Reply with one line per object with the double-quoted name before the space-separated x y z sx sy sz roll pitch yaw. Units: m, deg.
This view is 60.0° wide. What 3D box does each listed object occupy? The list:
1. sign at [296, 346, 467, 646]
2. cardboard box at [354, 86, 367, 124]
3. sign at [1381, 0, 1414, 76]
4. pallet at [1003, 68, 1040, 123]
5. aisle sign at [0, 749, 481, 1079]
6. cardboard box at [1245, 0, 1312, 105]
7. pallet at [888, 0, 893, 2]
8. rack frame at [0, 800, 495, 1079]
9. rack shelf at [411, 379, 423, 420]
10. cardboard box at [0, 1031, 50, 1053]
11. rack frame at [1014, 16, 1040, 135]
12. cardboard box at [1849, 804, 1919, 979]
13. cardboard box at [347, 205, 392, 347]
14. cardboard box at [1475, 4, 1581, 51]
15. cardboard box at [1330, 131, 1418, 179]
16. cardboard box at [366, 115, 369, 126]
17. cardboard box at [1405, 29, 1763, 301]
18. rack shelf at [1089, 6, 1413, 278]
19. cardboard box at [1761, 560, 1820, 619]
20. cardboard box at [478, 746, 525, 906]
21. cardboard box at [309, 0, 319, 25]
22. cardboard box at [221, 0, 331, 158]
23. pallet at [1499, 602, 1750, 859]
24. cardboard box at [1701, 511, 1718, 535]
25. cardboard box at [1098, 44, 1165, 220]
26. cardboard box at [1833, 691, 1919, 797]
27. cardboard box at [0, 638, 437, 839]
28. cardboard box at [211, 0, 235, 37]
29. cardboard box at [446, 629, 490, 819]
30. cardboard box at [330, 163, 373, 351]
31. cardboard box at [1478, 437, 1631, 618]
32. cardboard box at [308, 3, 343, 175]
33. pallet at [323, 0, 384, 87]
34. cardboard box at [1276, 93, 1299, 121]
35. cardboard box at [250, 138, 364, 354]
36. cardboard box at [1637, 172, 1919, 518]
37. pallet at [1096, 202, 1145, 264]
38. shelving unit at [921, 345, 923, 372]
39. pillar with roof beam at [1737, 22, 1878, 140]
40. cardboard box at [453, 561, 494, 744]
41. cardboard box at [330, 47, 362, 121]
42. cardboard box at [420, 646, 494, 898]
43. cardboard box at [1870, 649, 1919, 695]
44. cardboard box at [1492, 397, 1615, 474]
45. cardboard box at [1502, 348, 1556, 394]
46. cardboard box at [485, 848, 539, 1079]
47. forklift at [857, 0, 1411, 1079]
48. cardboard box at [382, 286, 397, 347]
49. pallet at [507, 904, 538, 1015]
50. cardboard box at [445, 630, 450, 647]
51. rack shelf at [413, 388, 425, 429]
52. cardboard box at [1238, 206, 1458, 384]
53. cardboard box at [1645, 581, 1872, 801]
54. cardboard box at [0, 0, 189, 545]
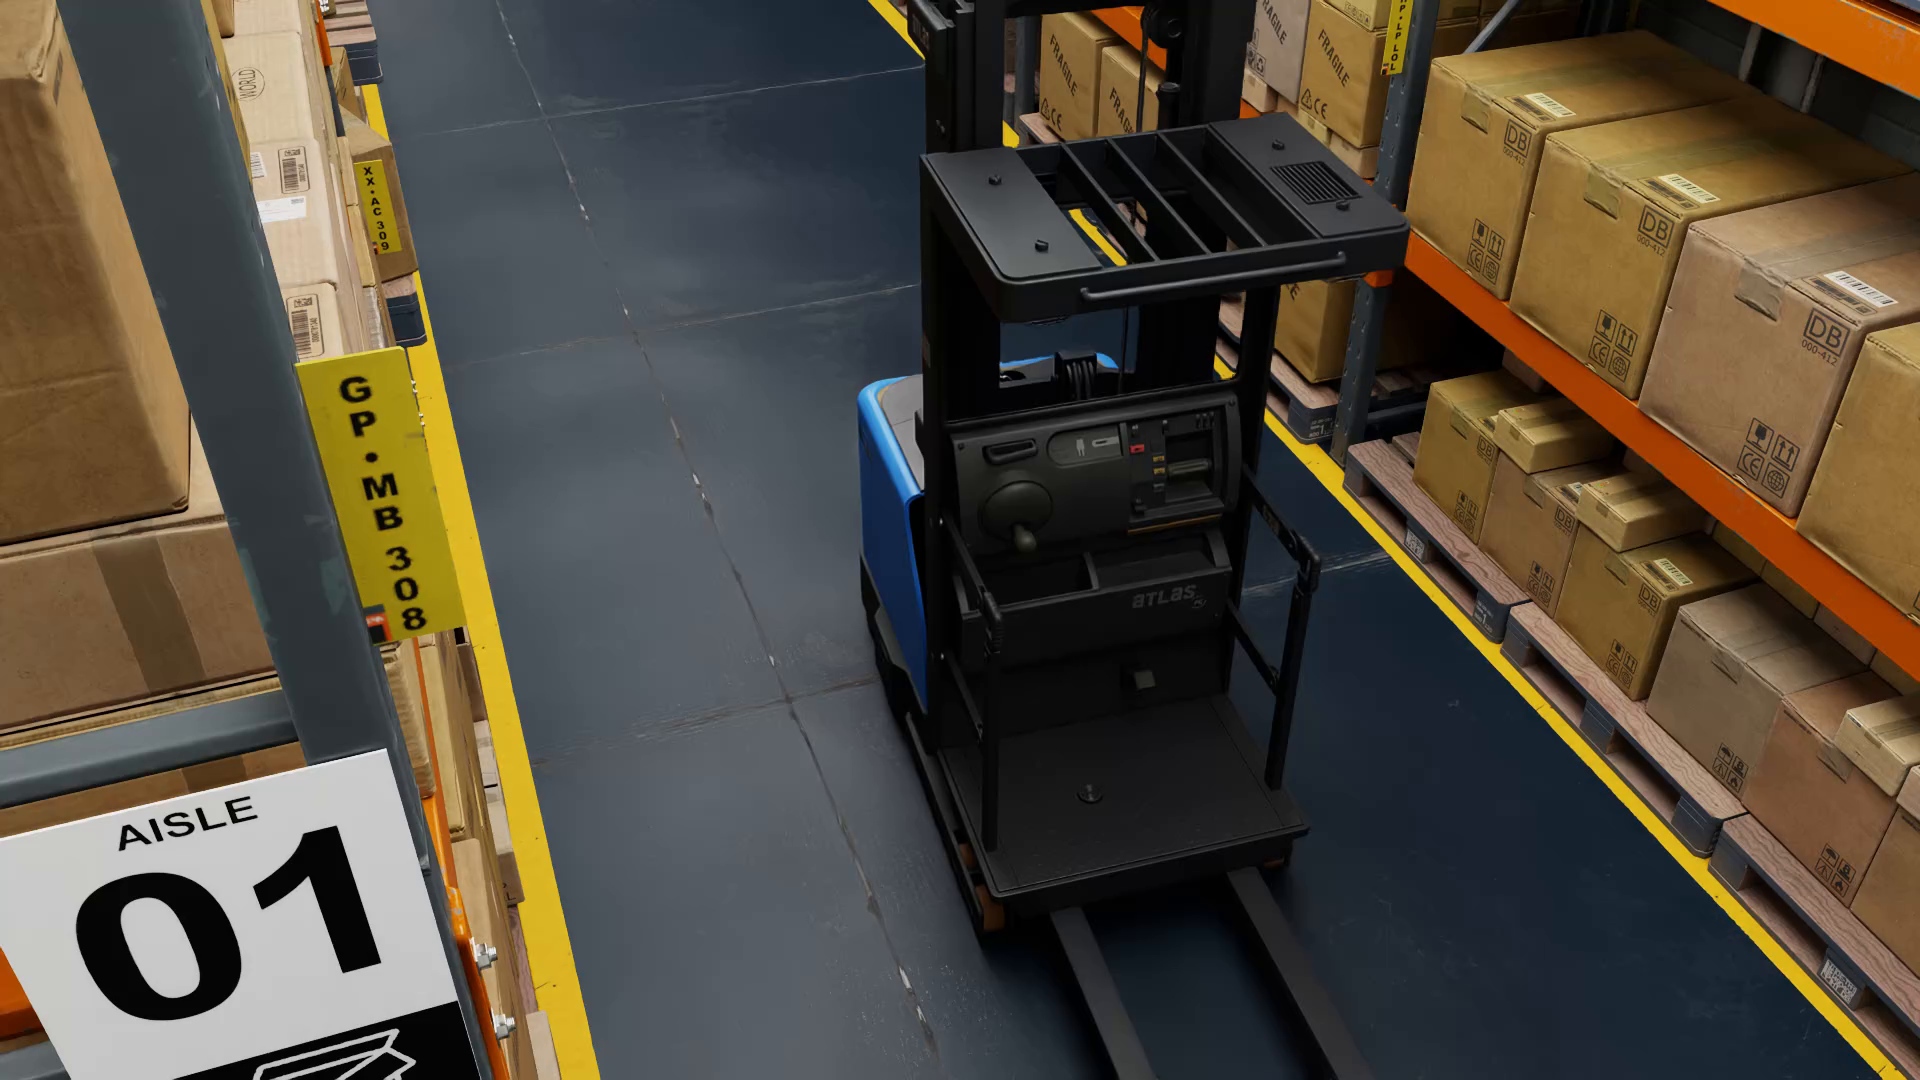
"sign" -0.549 -0.034 1.582 0.100 0.325 0.005 -12 39 -16
"cardboard box" -3.715 -2.544 9.604 0.500 0.311 0.500 -11 38 -14
"sign" 1.709 -1.975 6.482 0.100 0.325 0.005 -12 39 -16
"pallet" 0.571 -3.249 11.388 1.003 0.211 1.213 -12 39 -16
"aisle sign" -0.759 0.565 1.846 0.394 0.787 0.004 -12 39 -16
"cardboard box" 1.635 -2.323 7.494 0.500 0.500 0.500 -12 39 -16
"pallet" -0.268 -4.628 13.218 1.003 0.211 1.213 -12 39 -16
"rack frame" -1.058 1.626 2.599 1.000 3.000 0.127 -12 39 -16
"rack shelf" -3.123 -1.476 7.315 1.077 0.370 4.000 -12 39 -16
"cardboard box" -1.469 0.992 2.526 0.500 0.500 0.500 -13 39 -16
"rack frame" 0.839 -3.921 9.963 1.000 3.000 0.127 -12 39 -16
"cardboard box" 3.257 1.054 5.086 0.700 0.500 0.500 -12 39 -16
"cardboard box" -1.839 -0.552 4.576 0.500 0.500 0.500 -13 39 -17
"cardboard box" 2.294 -2.140 7.252 0.500 0.500 0.500 -14 39 -17
"cardboard box" 1.833 -1.702 7.208 0.380 0.149 0.250 -12 39 -16
"cardboard box" -3.715 -2.320 9.773 0.500 0.250 0.500 -13 39 -16
"cardboard box" 2.387 -1.472 6.461 0.980 0.700 0.700 -12 39 -15
"rack shelf" 1.527 -2.504 8.679 1.077 0.370 4.000 -12 39 -16
"cardboard box" 3.050 0.108 5.803 0.380 0.149 0.250 -12 39 -15
"cardboard box" -1.714 0.951 5.363 0.500 0.311 0.500 -12 39 -16
"cardboard box" -2.017 -1.553 4.450 0.500 0.250 0.500 -12 39 -16
"cardboard box" -1.502 -0.905 3.174 0.500 0.250 0.500 -12 39 -16
"pallet" 2.827 0.588 6.294 1.003 0.211 1.213 -12 39 -16
"cardboard box" 2.874 -0.181 6.186 0.380 0.149 0.250 -12 39 -15
"cardboard box" 1.264 -2.292 9.237 0.750 0.750 0.750 -13 39 -16
"cardboard box" 2.953 0.616 5.129 0.380 0.149 0.250 -11 38 -15
"cardboard box" -0.996 0.145 2.196 0.500 0.250 0.500 -12 39 -16
"cardboard box" -1.700 -1.161 2.890 0.700 0.500 0.500 -12 39 -16
"cardboard box" -1.486 0.423 4.112 0.500 0.500 0.500 -12 39 -15
"cardboard box" -1.330 -0.423 2.949 0.500 0.250 0.500 -12 39 -16
"cardboard box" 2.546 -0.103 6.622 0.700 0.500 0.500 -13 39 -16
"cardboard box" -1.675 -0.987 3.699 0.500 0.250 0.500 -12 39 -16
"pallet" -3.512 -2.449 8.167 1.213 0.211 1.003 -12 39 -16
"cardboard box" 1.677 -1.995 7.598 0.380 0.149 0.250 -11 38 -15
"cardboard box" -1.156 -0.340 2.425 0.500 0.250 0.500 -12 39 -16
"cardboard box" 2.892 -0.649 5.369 0.980 0.700 0.700 -14 39 -18
"pallet" 1.456 -1.658 9.276 1.003 0.211 1.213 -12 39 -16
"shelving unit" -0.005 -0.487 6.900 0.258 1.200 0.189 -12 39 -16
"pillar with roof beam" -0.774 -2.950 3.687 9.100 9.000 0.400 -12 39 -16
"cardboard box" -1.972 0.452 5.869 0.500 0.500 0.500 -12 39 -16
"cardboard box" -2.684 -1.531 6.357 0.700 0.500 0.500 -7 37 -9
"cardboard box" -1.150 0.587 3.063 0.500 0.500 0.500 -12 39 -15
"cardboard box" 3.227 0.397 5.420 0.380 0.149 0.250 -12 39 -16
"cardboard box" 2.323 -0.415 6.497 0.380 0.149 0.250 -11 38 -14
"cardboard box" 2.513 -0.769 6.968 0.380 0.149 0.250 -13 39 -16
"cardboard box" -1.146 0.990 3.359 0.500 0.500 0.500 -13 39 -16
"forklift" 0.495 -0.135 4.993 1.130 2.935 3.031 -10 38 -13
"cardboard box" -2.021 -0.445 5.264 0.500 0.500 0.500 -12 39 -15
"pallet" -1.775 1.558 5.006 1.003 0.211 1.213 -12 39 -16
"cardboard box" -1.493 0.017 3.820 0.500 0.500 0.500 -13 39 -16
"rack shelf" -1.746 0.783 4.315 1.077 0.370 4.000 -12 39 -16
"cardboard box" 1.870 -1.311 7.935 0.750 0.750 0.750 -12 39 -15
"cardboard box" 2.911 0.487 5.839 0.700 0.500 0.500 -14 39 -17
"cardboard box" -1.250 -0.299 1.746 0.700 0.500 0.500 -12 39 -16
